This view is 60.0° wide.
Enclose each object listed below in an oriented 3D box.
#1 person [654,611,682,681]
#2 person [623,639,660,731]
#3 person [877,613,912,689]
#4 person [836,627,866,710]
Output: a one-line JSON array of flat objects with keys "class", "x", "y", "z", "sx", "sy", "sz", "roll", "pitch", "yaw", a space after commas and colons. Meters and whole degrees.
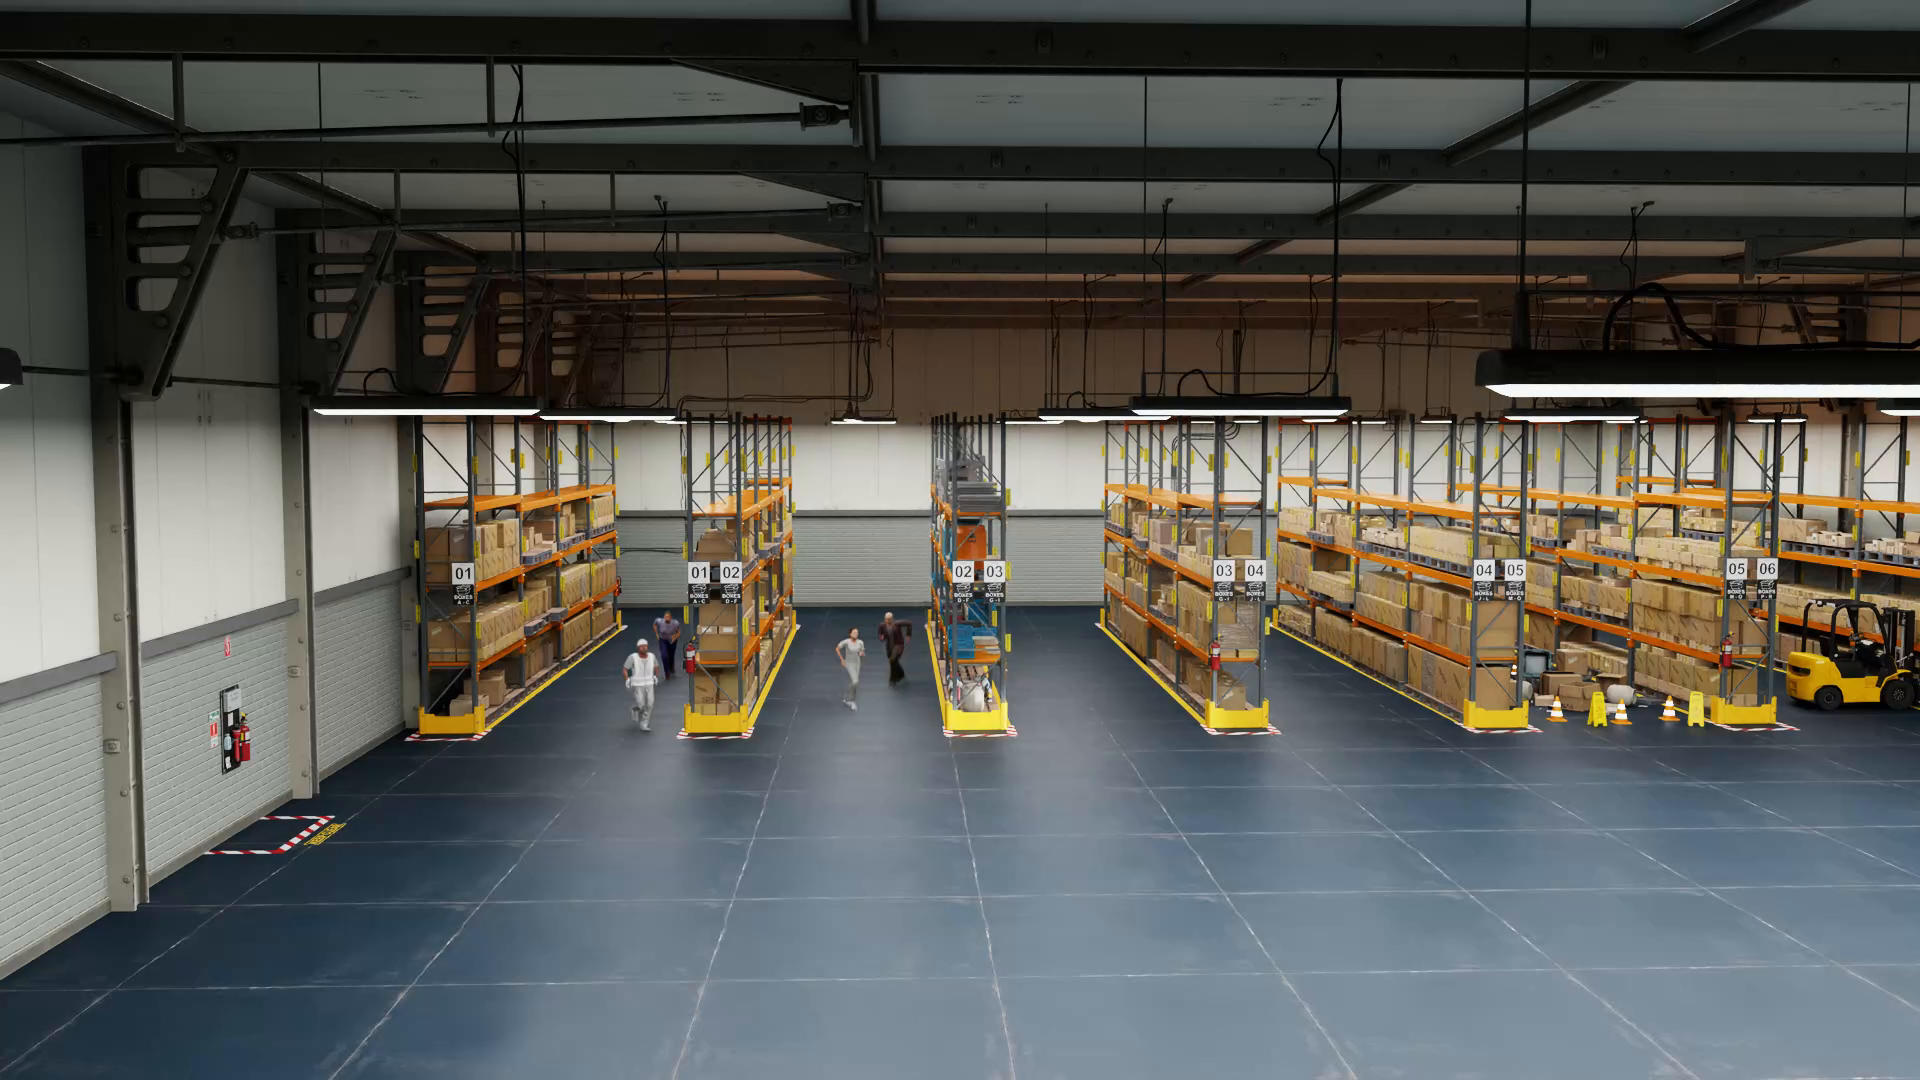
[{"class": "person", "x": -6.646, "y": 2.394, "z": 37.888, "sx": 0.642, "sy": 1.598, "sz": 0.964, "roll": 0, "pitch": 4, "yaw": -4}, {"class": "person", "x": -5.997, "y": 2.728, "z": 31.392, "sx": 0.698, "sy": 1.728, "sz": 0.615, "roll": -2, "pitch": 4, "yaw": -28}, {"class": "person", "x": -1.415, "y": 2.424, "z": 36.639, "sx": 0.752, "sy": 1.730, "sz": 1.072, "roll": 1, "pitch": 4, "yaw": 19}, {"class": "person", "x": -2.191, "y": 2.604, "z": 33.800, "sx": 0.564, "sy": 1.694, "sz": 0.762, "roll": -2, "pitch": 5, "yaw": -31}]
